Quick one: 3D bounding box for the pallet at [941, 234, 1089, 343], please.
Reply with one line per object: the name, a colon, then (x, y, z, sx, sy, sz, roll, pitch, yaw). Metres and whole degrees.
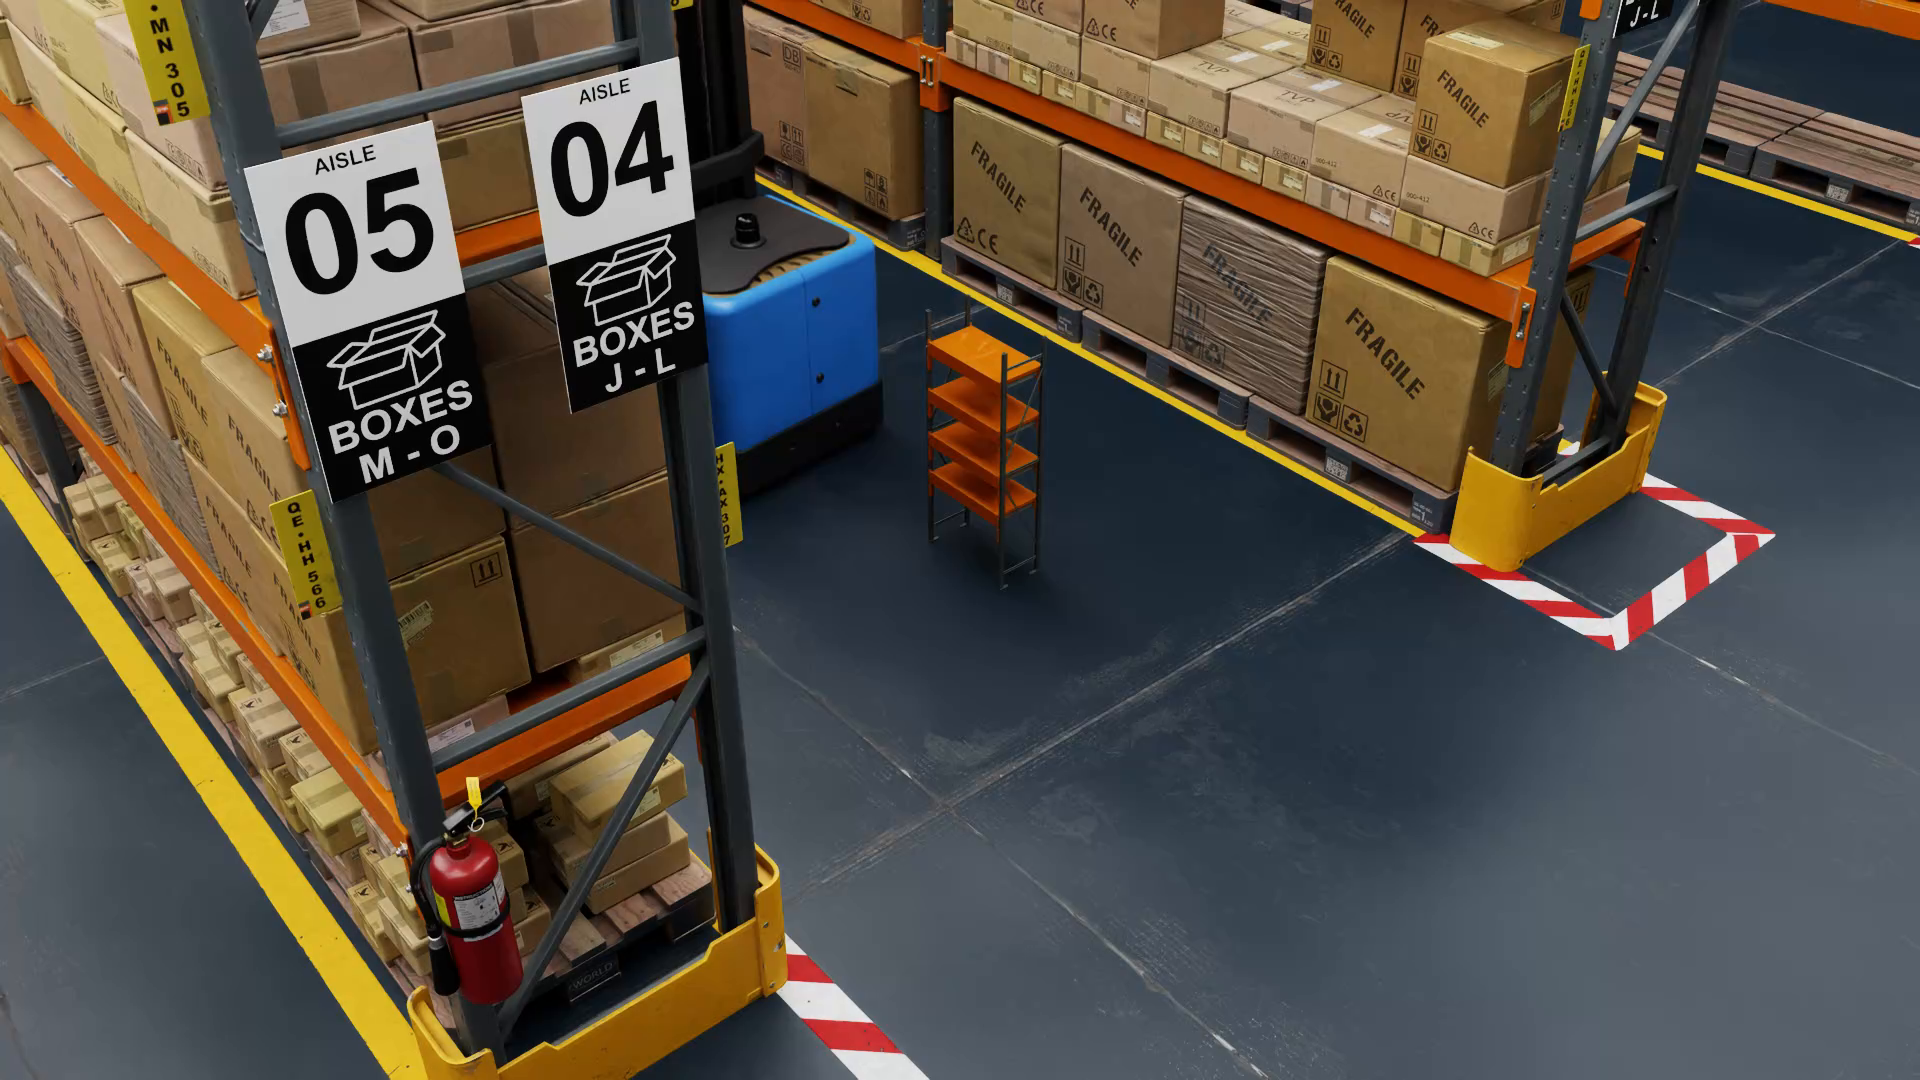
pallet: (0.639, -1.628, 9.866, 1.003, 0.211, 1.213, -26, 43, -32)

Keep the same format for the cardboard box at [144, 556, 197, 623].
cardboard box: (-2.962, 0.140, 6.546, 0.380, 0.149, 0.250, -25, 42, -31)

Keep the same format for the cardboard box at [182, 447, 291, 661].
cardboard box: (-1.880, -0.053, 4.886, 0.500, 0.500, 0.500, -27, 43, -32)

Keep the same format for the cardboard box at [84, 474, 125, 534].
cardboard box: (-3.450, -0.203, 7.030, 0.380, 0.149, 0.250, -24, 42, -30)

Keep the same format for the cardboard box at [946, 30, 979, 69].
cardboard box: (0.144, -2.773, 9.288, 0.380, 0.149, 0.250, -26, 43, -32)

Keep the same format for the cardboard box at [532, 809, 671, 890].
cardboard box: (-1.207, 0.984, 5.611, 0.380, 0.149, 0.250, -24, 42, -30)

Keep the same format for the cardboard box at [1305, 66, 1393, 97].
cardboard box: (2.023, -2.188, 8.116, 0.500, 0.250, 0.500, -28, 44, -33)

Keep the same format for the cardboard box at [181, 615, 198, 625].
cardboard box: (-2.909, 0.248, 6.651, 0.380, 0.149, 0.250, -24, 42, -30)

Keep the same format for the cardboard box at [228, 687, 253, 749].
cardboard box: (-2.456, 0.612, 6.136, 0.380, 0.149, 0.250, -24, 42, -30)

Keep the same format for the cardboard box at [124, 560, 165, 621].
cardboard box: (-3.285, 0.155, 7.039, 0.380, 0.149, 0.250, -26, 43, -32)

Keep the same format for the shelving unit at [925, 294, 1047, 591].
shelving unit: (0.107, -0.417, 7.300, 0.258, 1.200, 0.503, -26, 43, -32)

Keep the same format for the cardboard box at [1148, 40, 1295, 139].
cardboard box: (1.279, -2.217, 8.157, 0.500, 0.250, 0.500, -26, 43, -32)

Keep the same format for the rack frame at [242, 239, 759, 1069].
rack frame: (-1.065, 0.441, 4.532, 1.000, 3.000, 0.127, -26, 43, -32)

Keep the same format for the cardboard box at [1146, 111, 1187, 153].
cardboard box: (1.152, -2.086, 8.317, 0.380, 0.149, 0.250, -27, 44, -33)

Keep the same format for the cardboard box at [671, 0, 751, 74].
cardboard box: (-1.375, -3.492, 11.560, 1.225, 0.875, 0.875, -26, 43, -32)

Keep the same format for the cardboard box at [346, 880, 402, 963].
cardboard box: (-1.807, 1.202, 5.560, 0.380, 0.149, 0.250, -25, 42, -30)

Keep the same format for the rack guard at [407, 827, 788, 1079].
rack guard: (-1.114, 1.427, 5.302, 1.175, 0.500, 0.348, -26, 43, -32)

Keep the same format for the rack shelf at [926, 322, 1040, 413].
rack shelf: (0.107, -0.737, 7.073, 0.258, 0.148, 0.480, -26, 43, -32)

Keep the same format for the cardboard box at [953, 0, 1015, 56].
cardboard box: (0.311, -2.886, 9.102, 0.500, 0.250, 0.500, -27, 43, -33)

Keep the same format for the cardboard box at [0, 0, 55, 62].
cardboard box: (-2.216, -1.487, 4.356, 0.500, 0.250, 0.500, -25, 42, -31)

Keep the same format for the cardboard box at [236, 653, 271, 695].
cardboard box: (-2.403, 0.458, 6.097, 0.380, 0.149, 0.250, -28, 44, -33)

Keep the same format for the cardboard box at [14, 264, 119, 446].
cardboard box: (-2.897, -0.723, 5.832, 0.500, 0.500, 0.500, -27, 43, -33)

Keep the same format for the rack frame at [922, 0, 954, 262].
rack frame: (0.208, -3.131, 9.575, 1.000, 3.000, 0.127, -26, 43, -32)

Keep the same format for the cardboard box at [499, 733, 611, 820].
cardboard box: (-1.414, 0.755, 5.677, 0.380, 0.149, 0.250, -25, 42, -31)

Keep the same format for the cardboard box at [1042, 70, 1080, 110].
cardboard box: (0.655, -2.426, 8.797, 0.380, 0.149, 0.250, -27, 44, -33)

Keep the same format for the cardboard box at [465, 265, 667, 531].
cardboard box: (-1.152, -0.427, 4.548, 0.500, 0.500, 0.500, -26, 43, -32)

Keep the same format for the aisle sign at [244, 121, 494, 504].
aisle sign: (-1.247, -0.476, 3.577, 0.394, 0.787, 0.004, -26, 43, -32)

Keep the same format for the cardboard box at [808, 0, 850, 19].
cardboard box: (-0.617, -3.497, 10.006, 0.500, 0.500, 0.500, -25, 42, -30)

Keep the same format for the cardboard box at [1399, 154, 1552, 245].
cardboard box: (2.274, -1.540, 7.201, 0.500, 0.250, 0.500, -27, 43, -32)

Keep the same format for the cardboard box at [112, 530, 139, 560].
cardboard box: (-3.425, -0.097, 7.138, 0.380, 0.149, 0.250, -26, 43, -31)

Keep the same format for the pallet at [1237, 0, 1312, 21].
pallet: (2.734, -4.735, 14.253, 1.003, 0.211, 1.213, -26, 43, -32)

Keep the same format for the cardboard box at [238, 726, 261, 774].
cardboard box: (-2.455, 0.732, 6.224, 0.380, 0.149, 0.250, -25, 42, -31)

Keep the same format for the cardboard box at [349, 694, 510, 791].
cardboard box: (-1.491, 0.505, 4.659, 0.380, 0.149, 0.250, -26, 43, -32)

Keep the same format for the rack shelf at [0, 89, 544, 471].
rack shelf: (-2.356, -1.373, 5.120, 1.077, 0.370, 4.000, -26, 43, -32)

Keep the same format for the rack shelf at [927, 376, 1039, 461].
rack shelf: (0.107, -0.544, 7.210, 0.258, 0.148, 0.480, -26, 43, -32)

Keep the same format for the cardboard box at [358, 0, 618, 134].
cardboard box: (-1.156, -1.221, 3.981, 0.500, 0.250, 0.500, -25, 42, -31)

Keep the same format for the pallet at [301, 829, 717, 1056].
pallet: (-1.611, 1.173, 5.911, 1.003, 0.211, 1.213, -26, 43, -32)

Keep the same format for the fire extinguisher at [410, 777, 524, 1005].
fire extinguisher: (-1.255, 0.908, 4.262, 0.296, 0.674, 0.183, -26, 43, -32)

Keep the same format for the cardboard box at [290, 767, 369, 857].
cardboard box: (-1.983, 0.851, 5.541, 0.380, 0.149, 0.250, -27, 43, -33)

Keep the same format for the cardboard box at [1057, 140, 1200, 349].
cardboard box: (1.153, -1.716, 9.053, 0.875, 0.875, 0.875, -26, 43, -32)

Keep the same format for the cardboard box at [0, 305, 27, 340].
cardboard box: (-3.714, -0.976, 6.750, 0.380, 0.149, 0.250, -24, 42, -30)

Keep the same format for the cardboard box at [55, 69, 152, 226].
cardboard box: (-1.896, -1.047, 4.167, 0.500, 0.250, 0.500, -26, 43, -32)

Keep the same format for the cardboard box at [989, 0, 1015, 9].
cardboard box: (0.321, -3.190, 8.882, 0.500, 0.500, 0.500, -26, 43, -32)

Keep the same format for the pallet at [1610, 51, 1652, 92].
pallet: (4.495, -3.530, 12.551, 1.003, 0.211, 1.213, -26, 43, -32)

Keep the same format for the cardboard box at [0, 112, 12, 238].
cardboard box: (-3.195, -1.382, 5.897, 0.500, 0.500, 0.500, -27, 44, -33)

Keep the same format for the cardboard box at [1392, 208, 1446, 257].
cardboard box: (2.139, -1.411, 7.364, 0.380, 0.149, 0.250, -26, 43, -31)

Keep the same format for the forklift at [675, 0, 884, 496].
forklift: (-1.808, -2.140, 8.235, 3.031, 2.935, 1.130, 28, 44, 34)

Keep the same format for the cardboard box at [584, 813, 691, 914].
cardboard box: (-1.159, 1.082, 5.730, 0.380, 0.149, 0.250, -25, 42, -31)

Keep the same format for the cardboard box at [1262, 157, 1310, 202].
cardboard box: (1.647, -1.747, 7.839, 0.380, 0.149, 0.250, -27, 43, -33)

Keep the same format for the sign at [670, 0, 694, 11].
sign: (-0.651, -1.343, 3.699, 0.100, 0.325, 0.005, -26, 43, -32)

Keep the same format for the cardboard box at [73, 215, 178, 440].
cardboard box: (-2.220, -0.689, 4.918, 0.500, 0.500, 0.500, -24, 42, -30)

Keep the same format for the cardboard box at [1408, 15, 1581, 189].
cardboard box: (2.274, -1.848, 6.987, 0.500, 0.500, 0.500, -25, 43, -31)

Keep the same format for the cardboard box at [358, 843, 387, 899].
cardboard box: (-1.751, 1.049, 5.519, 0.380, 0.149, 0.250, -27, 43, -33)

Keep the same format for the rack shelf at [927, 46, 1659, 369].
rack shelf: (1.498, -1.954, 8.536, 1.077, 0.370, 4.000, -26, 43, -32)

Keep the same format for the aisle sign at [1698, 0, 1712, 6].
aisle sign: (3.065, -2.506, 6.443, 0.394, 0.787, 0.004, -26, 43, -32)
